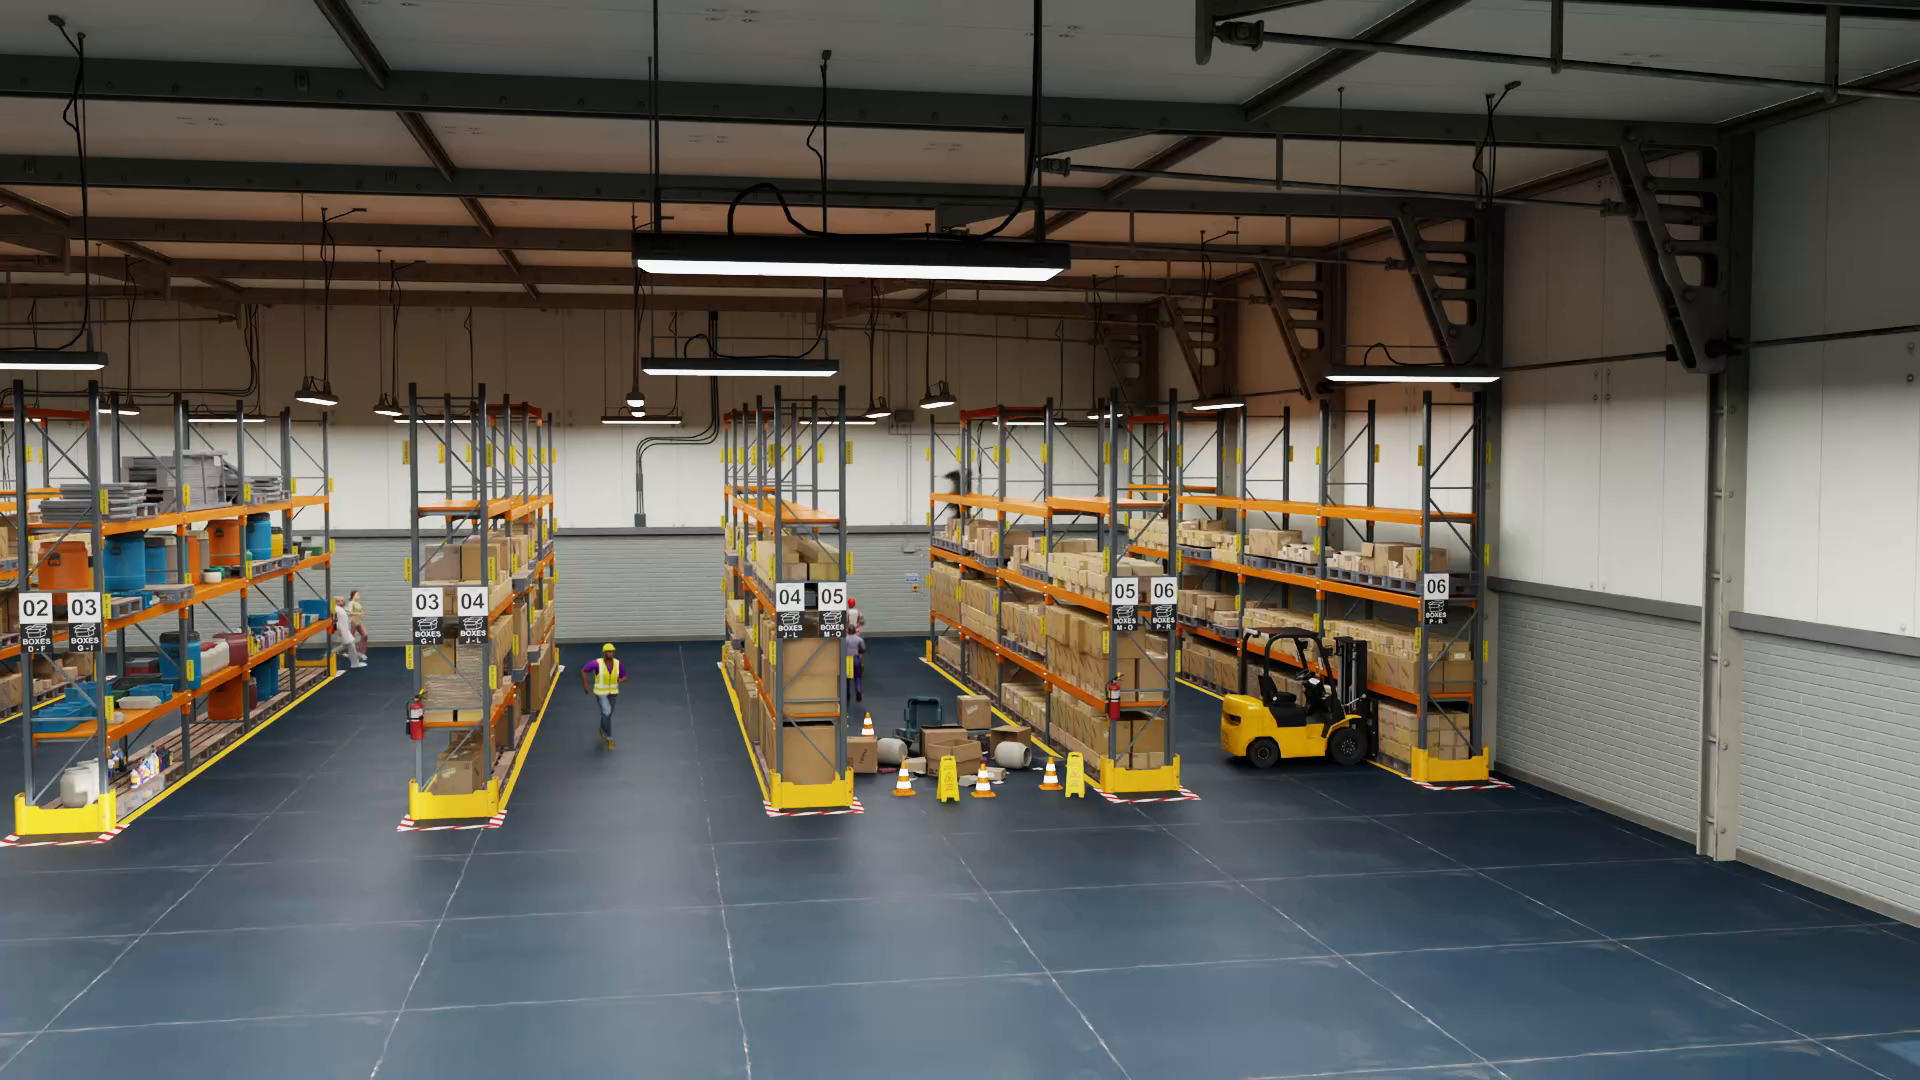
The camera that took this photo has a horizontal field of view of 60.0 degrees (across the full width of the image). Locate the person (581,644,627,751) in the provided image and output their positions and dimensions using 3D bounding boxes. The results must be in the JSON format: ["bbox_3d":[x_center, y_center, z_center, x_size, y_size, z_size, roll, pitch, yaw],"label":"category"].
[{"bbox_3d":[-6.109,2.674,28.565,0.745,1.815,0.883,-2,4,-35],"label":"person"}]

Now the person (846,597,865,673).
[{"bbox_3d":[-2.478,2.180,37.691,0.673,1.763,1.000,-1,3,-27],"label":"person"}]

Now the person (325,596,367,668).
[{"bbox_3d":[-14.486,2.170,39.044,0.963,1.726,0.760,0,3,-5],"label":"person"}]

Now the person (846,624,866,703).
[{"bbox_3d":[-2.187,2.501,33.385,0.623,1.601,0.861,-1,3,-12],"label":"person"}]

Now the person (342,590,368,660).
[{"bbox_3d":[-14.907,2.094,40.882,0.824,1.722,0.540,1,3,17],"label":"person"}]
